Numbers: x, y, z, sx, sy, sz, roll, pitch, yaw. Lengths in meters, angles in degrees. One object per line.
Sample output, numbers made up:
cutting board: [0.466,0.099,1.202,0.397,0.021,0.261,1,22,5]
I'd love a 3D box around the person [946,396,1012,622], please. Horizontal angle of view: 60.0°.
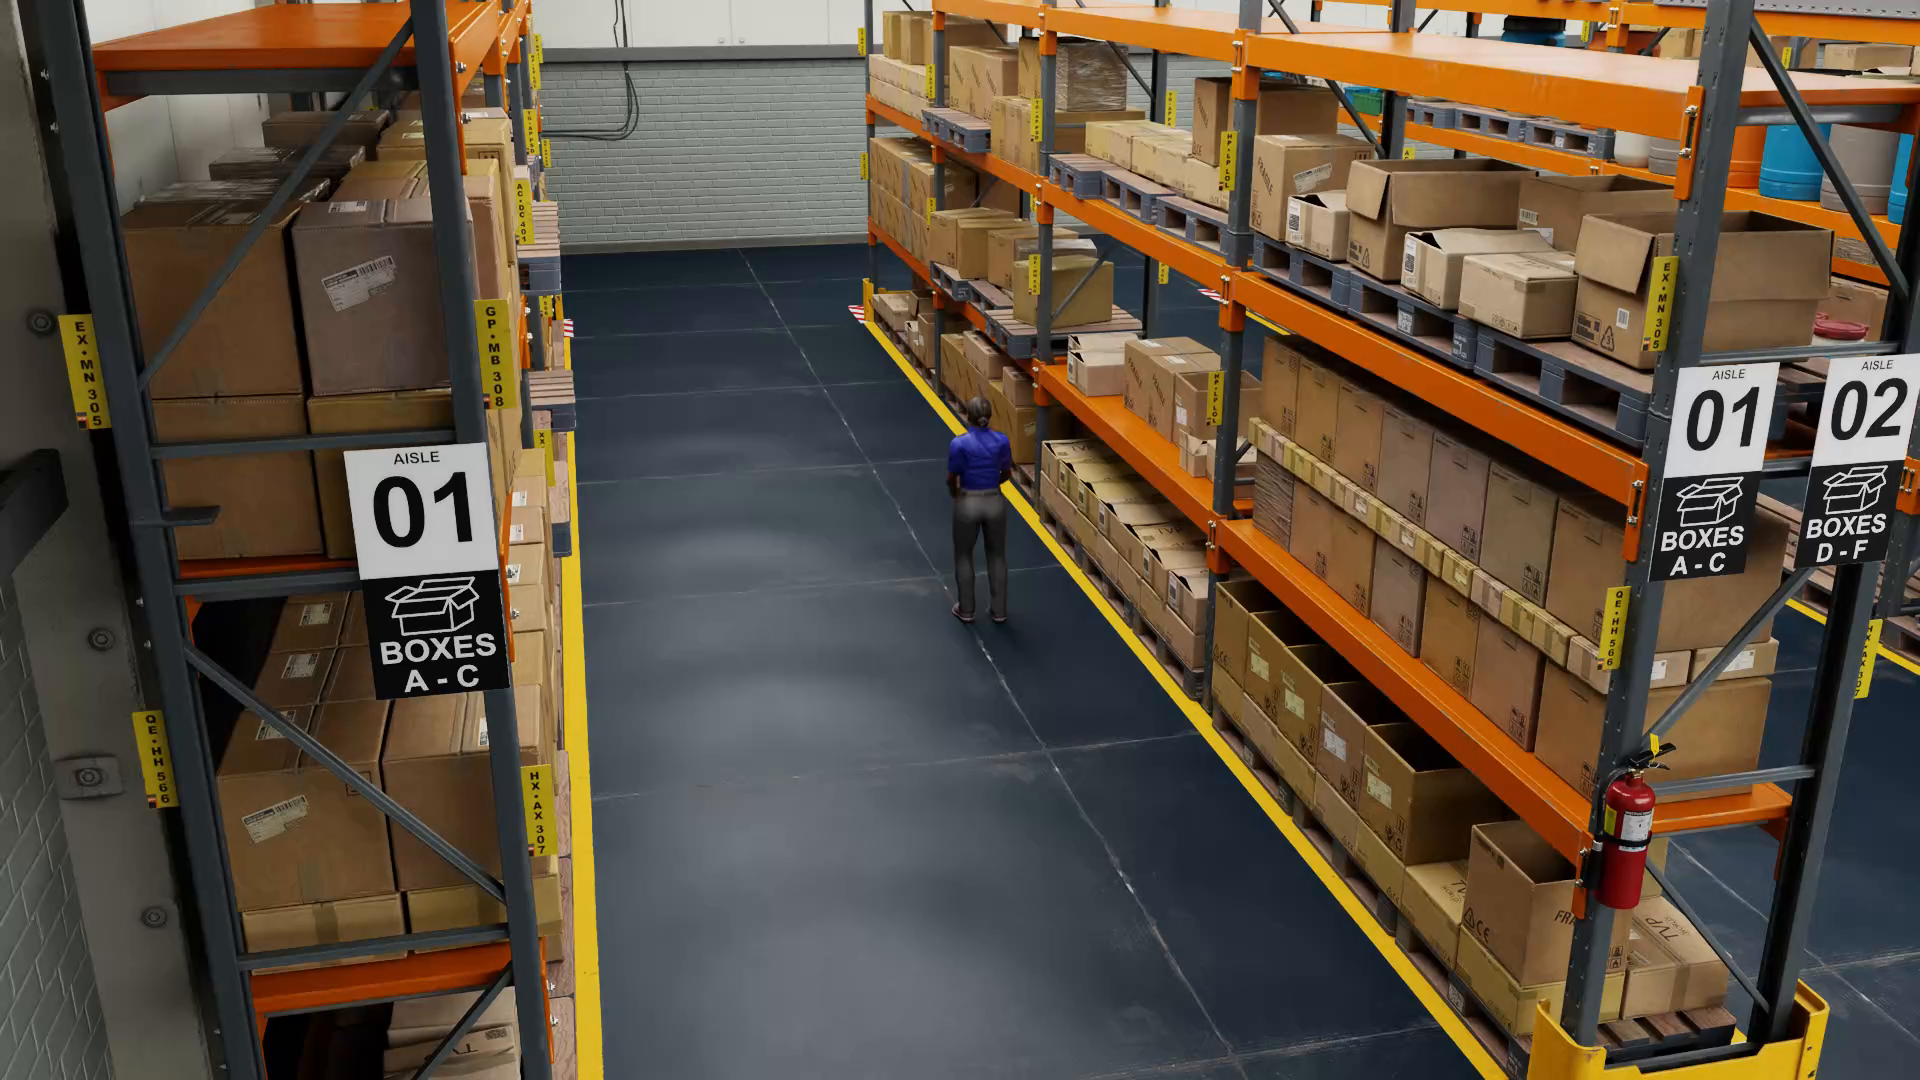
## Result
person: [0.116,-0.236,11.730,0.470,1.659,0.475,-4,20,-12]
